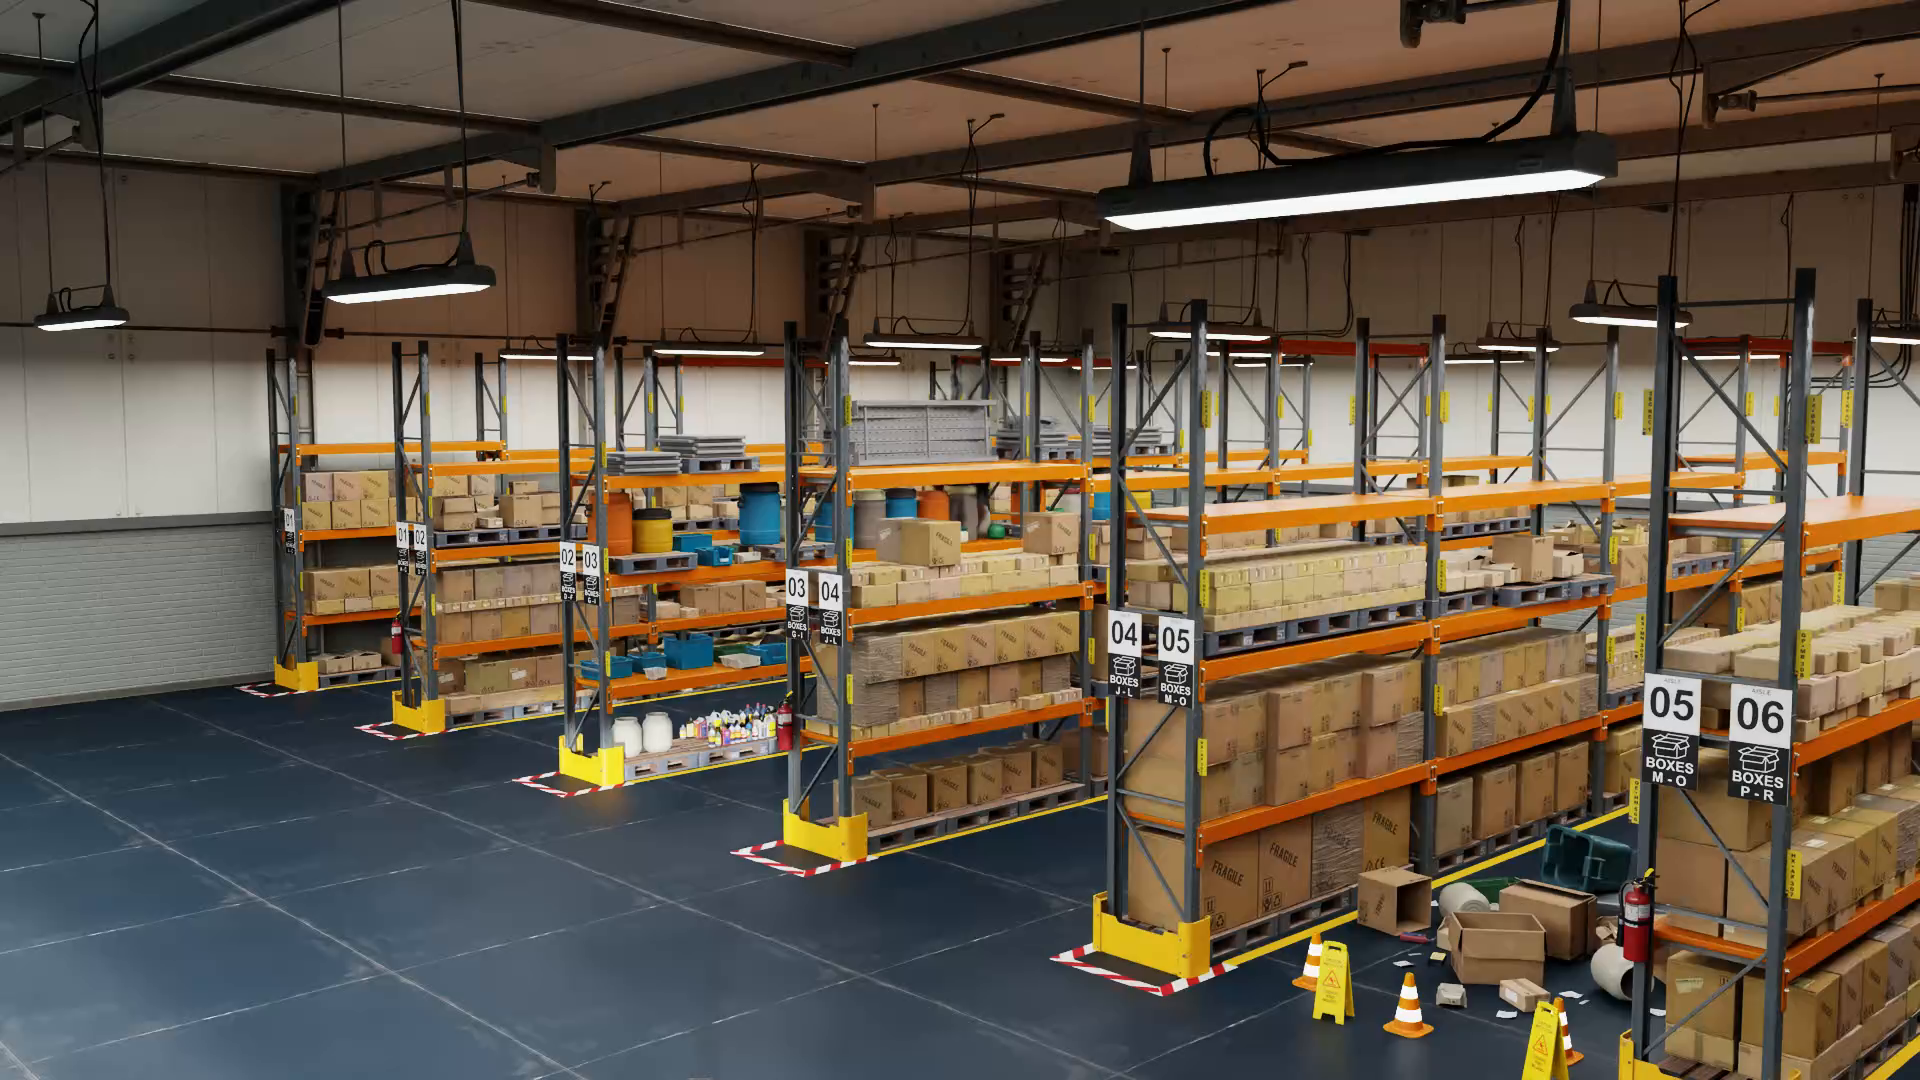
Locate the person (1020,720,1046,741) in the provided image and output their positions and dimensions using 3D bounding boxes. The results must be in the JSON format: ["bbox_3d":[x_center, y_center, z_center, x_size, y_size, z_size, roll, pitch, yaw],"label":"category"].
[{"bbox_3d":[1.001,2.022,23.622,0.528,1.651,0.711,4,6,40],"label":"person"}]
